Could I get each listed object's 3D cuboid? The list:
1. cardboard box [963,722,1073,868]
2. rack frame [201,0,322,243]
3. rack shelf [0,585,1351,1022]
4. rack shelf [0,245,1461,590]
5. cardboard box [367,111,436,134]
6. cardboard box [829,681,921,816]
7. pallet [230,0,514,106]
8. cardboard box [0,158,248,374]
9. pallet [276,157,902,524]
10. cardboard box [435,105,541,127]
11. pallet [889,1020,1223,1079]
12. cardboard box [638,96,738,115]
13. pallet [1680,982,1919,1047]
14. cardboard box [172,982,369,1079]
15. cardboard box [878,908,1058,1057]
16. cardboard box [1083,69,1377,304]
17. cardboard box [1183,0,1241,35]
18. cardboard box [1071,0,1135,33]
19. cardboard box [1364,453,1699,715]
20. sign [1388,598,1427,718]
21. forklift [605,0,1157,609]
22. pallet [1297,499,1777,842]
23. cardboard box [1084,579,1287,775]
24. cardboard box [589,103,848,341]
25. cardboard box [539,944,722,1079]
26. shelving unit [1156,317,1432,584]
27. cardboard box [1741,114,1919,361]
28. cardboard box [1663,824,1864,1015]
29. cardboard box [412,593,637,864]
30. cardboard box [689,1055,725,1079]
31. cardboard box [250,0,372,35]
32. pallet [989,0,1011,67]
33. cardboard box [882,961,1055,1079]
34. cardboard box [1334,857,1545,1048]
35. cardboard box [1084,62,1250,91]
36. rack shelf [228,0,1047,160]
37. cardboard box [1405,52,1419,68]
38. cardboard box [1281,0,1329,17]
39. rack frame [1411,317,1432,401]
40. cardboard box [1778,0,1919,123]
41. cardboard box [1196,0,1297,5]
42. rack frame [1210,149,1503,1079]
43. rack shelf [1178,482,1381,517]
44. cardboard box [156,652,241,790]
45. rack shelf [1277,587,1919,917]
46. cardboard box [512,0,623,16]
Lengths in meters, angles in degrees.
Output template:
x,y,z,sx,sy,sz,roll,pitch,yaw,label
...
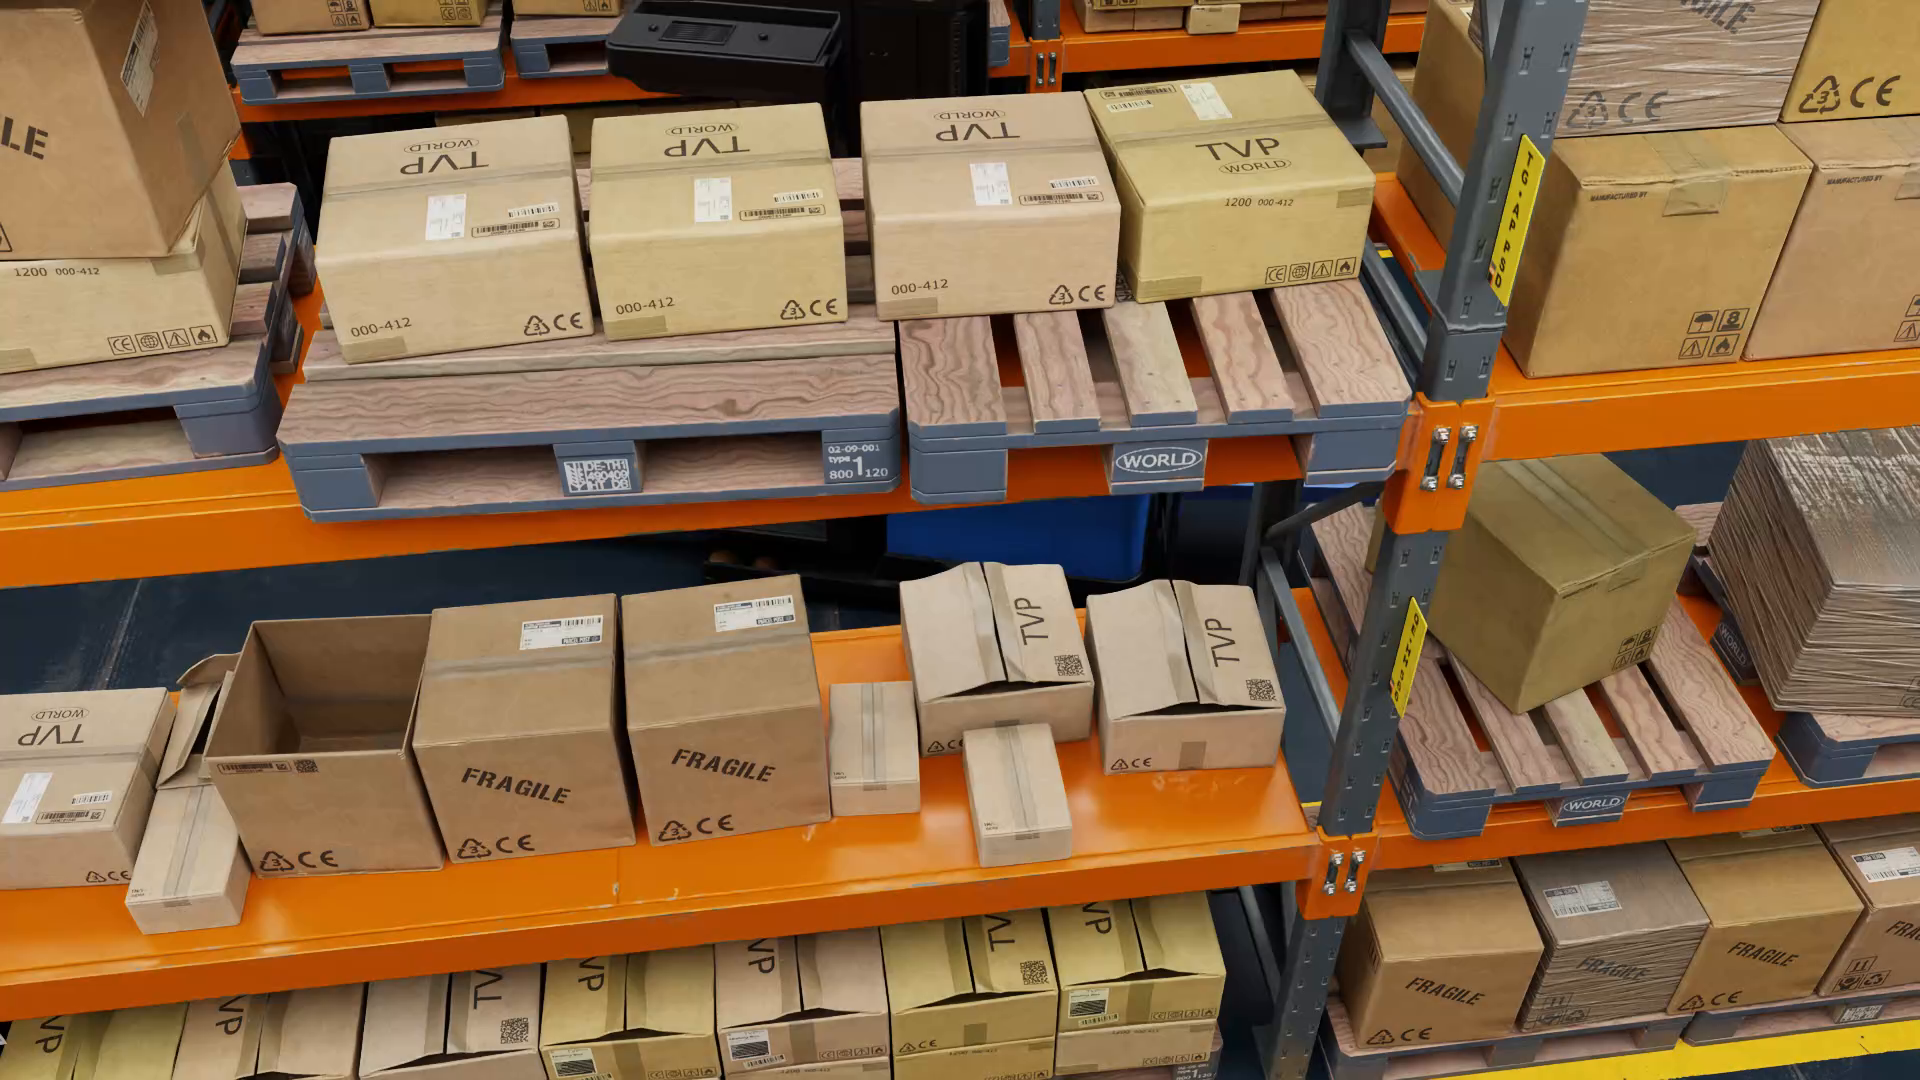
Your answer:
x,y,z,sx,sy,sz,roll,pitch,yaw,label
0.155,0.706,4.631,0.250,0.149,0.380,-5,42,-6,cardboard box
-3.601,-2.591,8.099,0.127,3.000,1.000,-5,42,-6,rack frame
-0.972,0.792,4.885,4.000,0.370,1.077,-5,42,-6,rack shelf
-0.972,-0.322,3.880,4.000,0.370,1.077,-5,42,-6,rack shelf
-2.873,-1.902,8.872,0.500,0.500,0.700,-4,42,-4,cardboard box
-0.246,0.592,4.757,0.250,0.149,0.380,-2,42,-2,cardboard box
-2.824,-2.490,8.129,1.213,0.211,1.003,-5,42,-6,pallet
-1.798,-0.613,3.464,0.500,0.250,0.500,-9,43,-10,cardboard box
-0.758,-0.476,3.654,1.213,0.211,1.003,-3,42,-4,pallet
-2.437,-2.221,8.665,0.500,0.250,0.500,-6,42,-6,cardboard box
0.190,1.432,5.720,1.213,0.211,1.003,-5,42,-6,pallet
-1.424,-2.299,8.753,0.500,0.250,0.500,-5,42,-6,cardboard box
2.964,1.243,5.930,1.213,0.211,1.003,-5,42,-6,pallet
-2.016,1.444,4.945,0.500,0.311,0.500,-5,42,-6,cardboard box
0.009,1.266,5.143,0.500,0.311,0.500,-6,42,-6,cardboard box
0.569,-0.787,3.657,0.500,0.250,0.500,-8,43,-9,cardboard box
1.247,-2.711,8.403,0.250,0.149,0.380,-4,42,-4,cardboard box
0.722,-2.728,8.422,0.250,0.149,0.380,-6,42,-6,cardboard box
1.621,0.028,4.806,0.500,0.500,0.700,-19,45,-20,cardboard box
1.087,0.289,4.041,0.005,0.325,0.100,-5,42,-6,sign
-0.656,-1.197,6.604,3.031,2.935,1.130,7,43,8,forklift
1.674,0.316,5.018,1.003,0.211,1.213,-5,42,-6,pallet
0.645,0.386,4.864,0.500,0.311,0.500,-3,42,-3,cardboard box
-0.517,-0.687,3.546,0.500,0.250,0.500,-6,42,-6,cardboard box
-0.989,1.350,5.049,0.500,0.311,0.500,-4,42,-4,cardboard box
1.407,-0.457,6.852,1.048,1.500,0.538,1,42,1,shelving unit
1.945,-0.905,3.915,0.500,0.500,0.910,-5,42,-6,cardboard box
2.516,1.176,5.459,0.500,0.500,0.500,-6,42,-6,cardboard box
-1.172,0.516,4.579,0.500,0.500,0.500,-5,42,-5,cardboard box
-0.998,1.559,5.237,0.500,0.250,0.500,-4,42,-5,cardboard box
-3.092,-2.814,7.942,0.500,0.500,0.700,-5,42,-5,cardboard box
-0.327,-2.735,8.401,1.003,0.211,1.213,-5,42,-6,pallet
0.011,1.471,5.335,0.500,0.250,0.500,-5,42,-6,cardboard box
1.500,1.266,5.360,0.500,0.500,0.500,-3,42,-4,cardboard box
1.112,-2.273,9.037,0.750,0.750,0.750,-6,42,-6,cardboard box
-1.618,-2.498,8.532,4.000,0.370,1.077,-5,42,-6,rack shelf
2.823,-2.422,9.202,0.750,0.750,0.750,-4,42,-4,cardboard box
1.737,-2.843,8.550,0.250,0.149,0.380,-4,42,-5,cardboard box
1.915,-0.446,6.839,0.032,1.500,0.500,1,42,1,rack frame
1.950,-1.250,3.550,0.500,0.500,0.500,-5,42,-6,cardboard box
1.401,-3.005,8.246,0.500,0.500,0.500,-4,42,-4,cardboard box
1.011,0.351,4.837,0.127,3.000,1.000,-5,42,-6,rack frame
1.407,-0.323,6.972,1.000,0.185,0.538,1,42,1,rack shelf
-2.107,0.550,4.717,0.258,0.266,0.396,-6,42,-7,cardboard box
2.994,0.444,5.270,4.000,0.370,1.077,-5,42,-6,rack shelf
-1.888,-2.935,8.077,0.500,0.500,0.700,0,42,0,cardboard box
